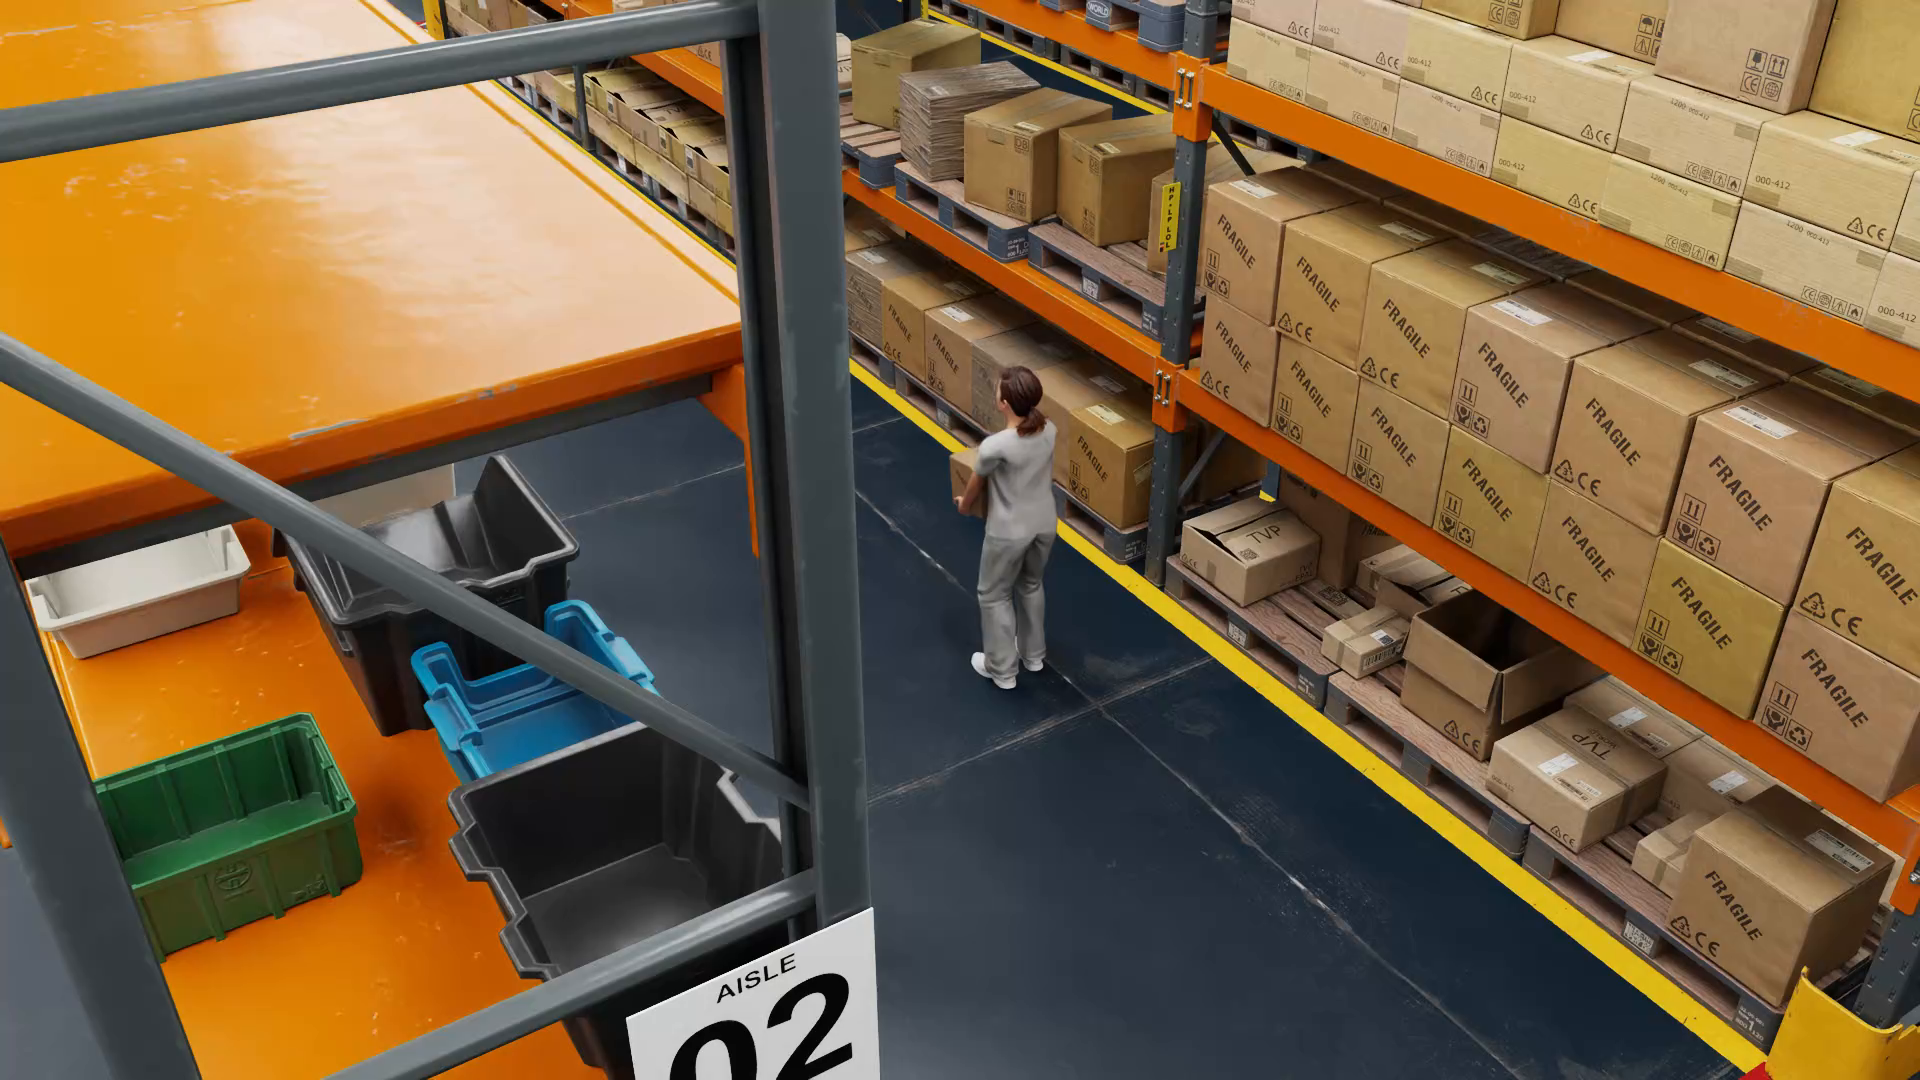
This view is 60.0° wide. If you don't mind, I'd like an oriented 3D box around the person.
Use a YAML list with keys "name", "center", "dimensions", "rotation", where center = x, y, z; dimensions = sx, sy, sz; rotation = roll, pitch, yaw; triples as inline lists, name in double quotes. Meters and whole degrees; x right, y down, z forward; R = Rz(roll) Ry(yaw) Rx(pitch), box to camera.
- name: "person"
  center: [0.218, -0.089, 7.853]
  dimensions: [0.410, 1.669, 0.507]
  rotation: [-20, 38, -28]
